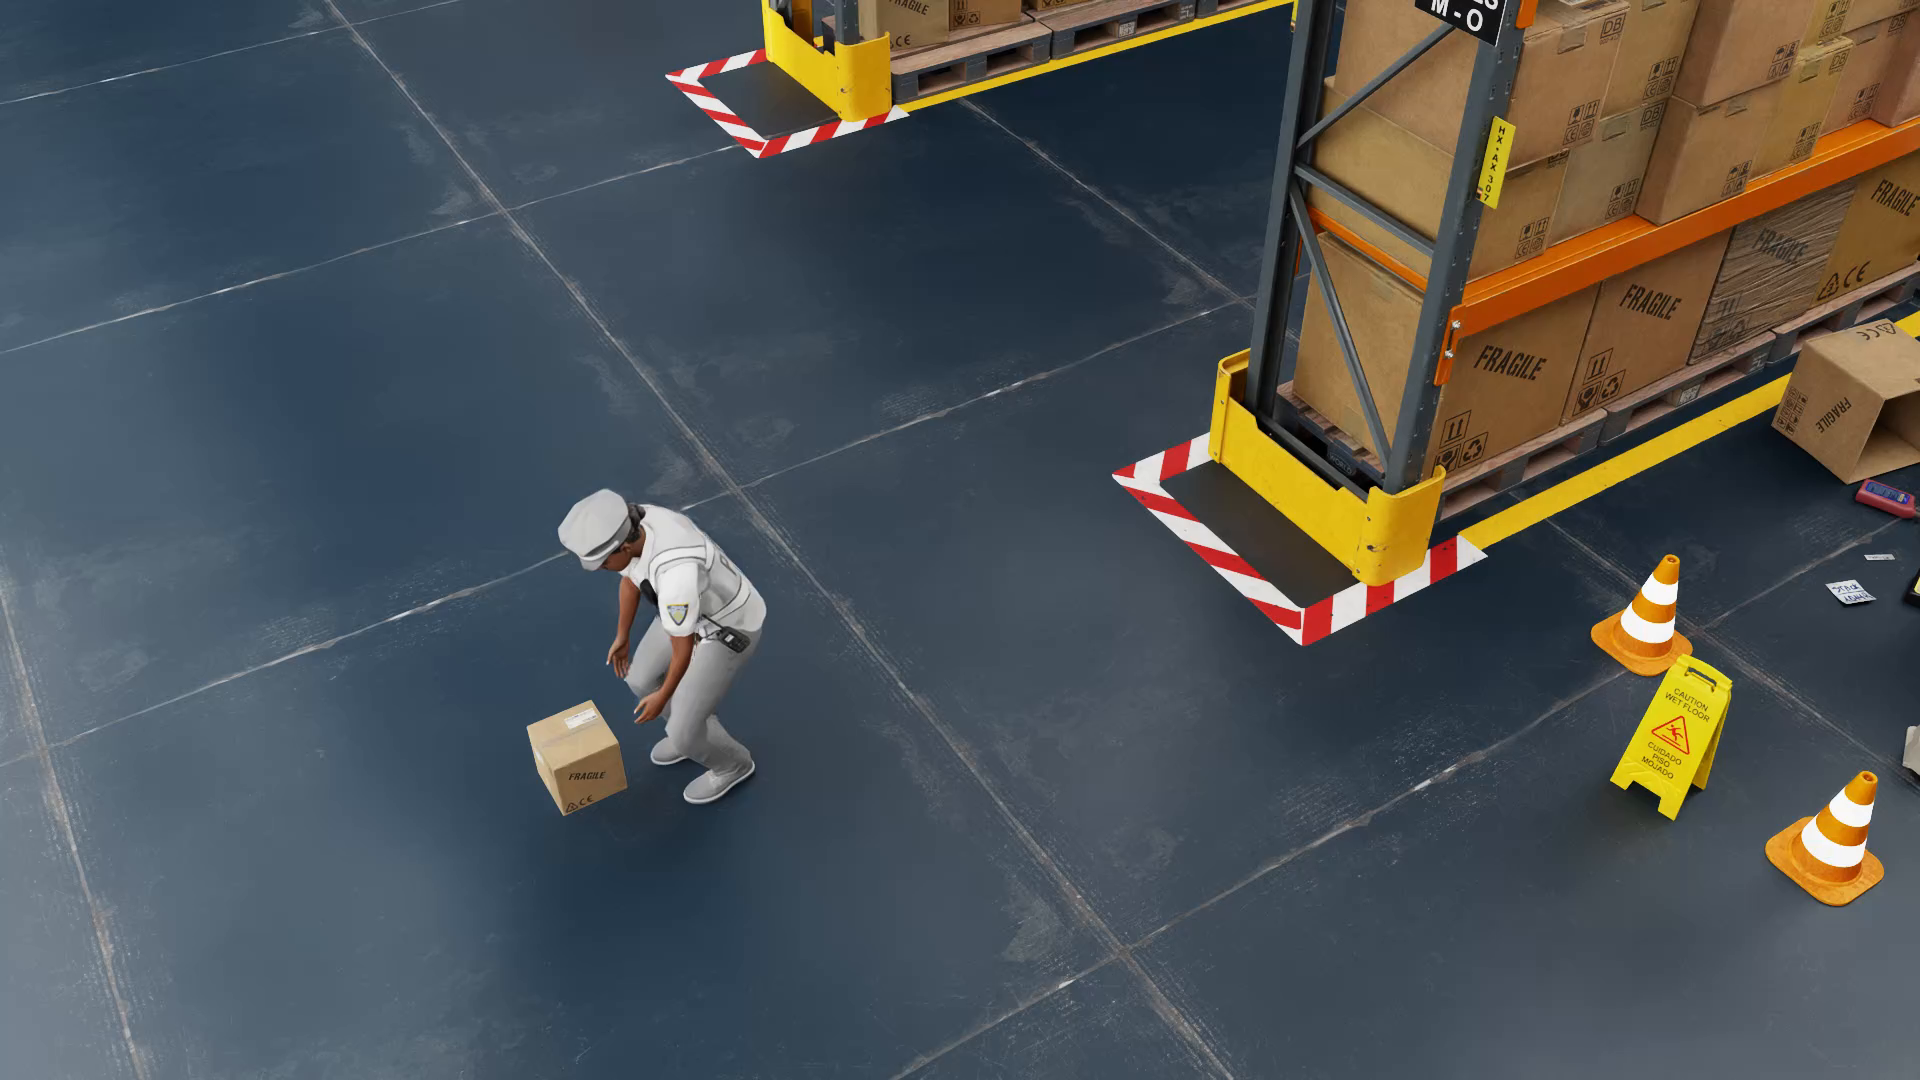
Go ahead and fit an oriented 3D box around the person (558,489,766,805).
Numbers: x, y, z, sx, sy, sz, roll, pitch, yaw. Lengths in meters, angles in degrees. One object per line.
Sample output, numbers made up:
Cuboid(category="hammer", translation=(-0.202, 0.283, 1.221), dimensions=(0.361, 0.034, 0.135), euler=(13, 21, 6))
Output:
Cuboid(category="person", translation=(-1.006, 0.366, 5.916), dimensions=(0.670, 1.440, 0.494), euler=(-22, 46, -24))
